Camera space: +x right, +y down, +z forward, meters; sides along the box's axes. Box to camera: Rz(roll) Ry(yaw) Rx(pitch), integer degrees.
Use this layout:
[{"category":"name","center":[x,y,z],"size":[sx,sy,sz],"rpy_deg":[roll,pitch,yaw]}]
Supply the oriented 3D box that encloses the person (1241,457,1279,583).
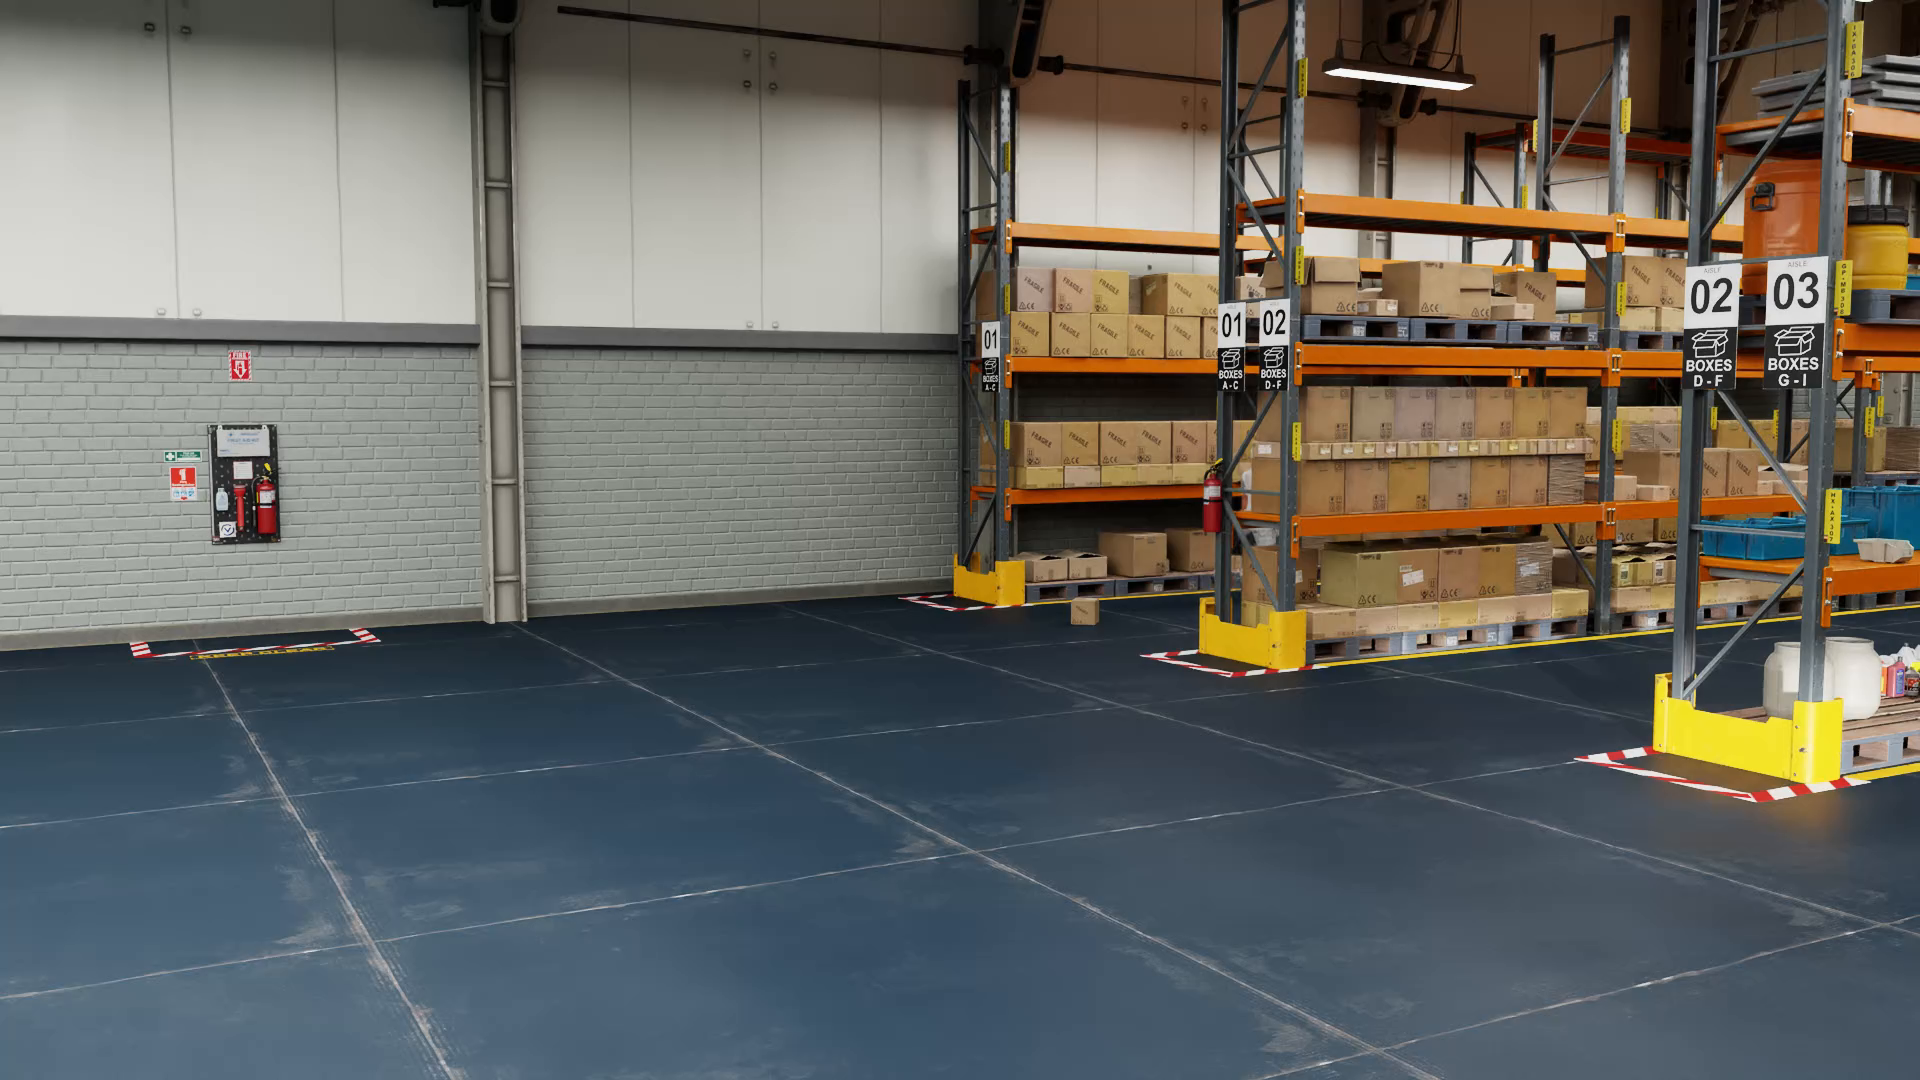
[{"category":"person","center":[3.511,-0.206,19.173],"size":[0.452,1.794,0.535],"rpy_deg":[-2,5,-24]}]
